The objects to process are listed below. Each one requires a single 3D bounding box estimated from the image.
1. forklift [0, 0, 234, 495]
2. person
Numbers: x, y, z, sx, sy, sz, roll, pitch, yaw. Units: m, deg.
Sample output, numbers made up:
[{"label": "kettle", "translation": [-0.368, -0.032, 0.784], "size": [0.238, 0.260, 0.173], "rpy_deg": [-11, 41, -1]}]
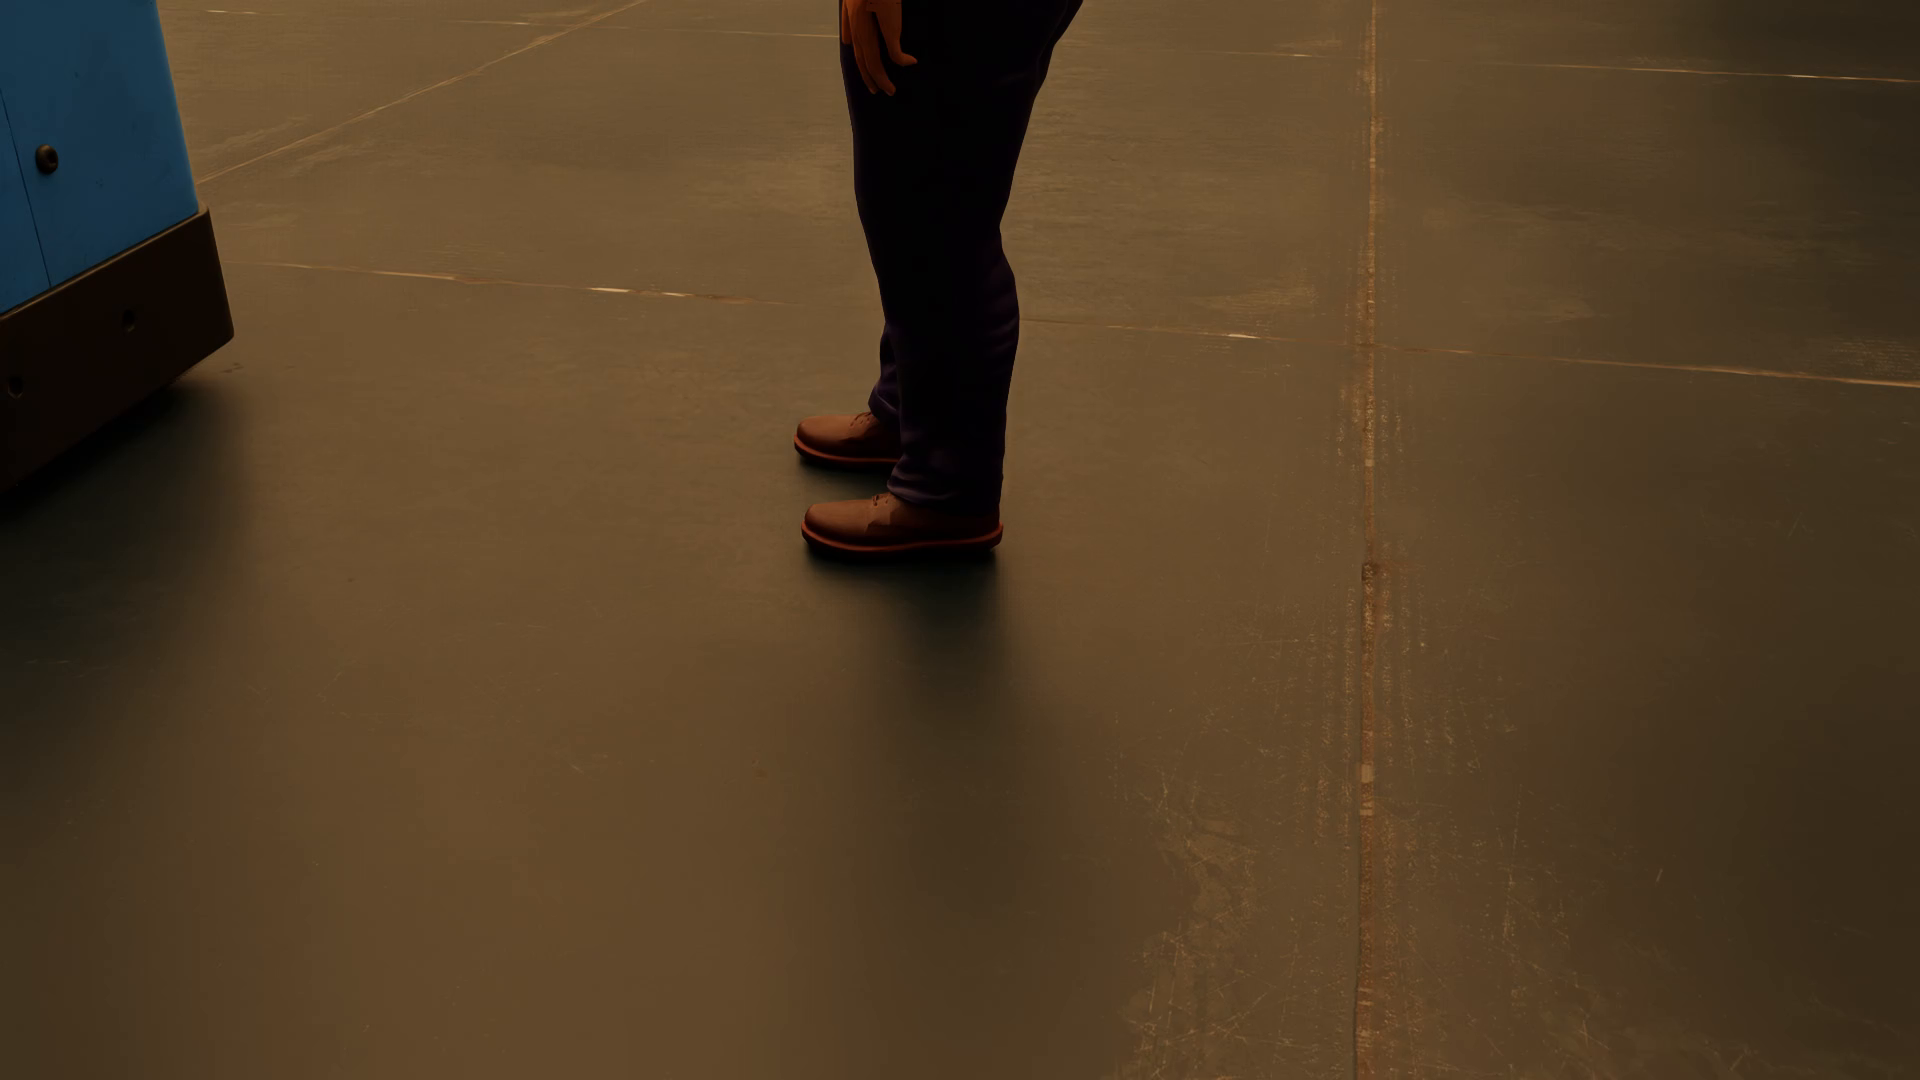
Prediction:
[{"label": "forklift", "translation": [-2.901, -1.501, 2.221], "size": [3.031, 2.935, 1.130], "rpy_deg": [3, 27, 6]}, {"label": "person", "translation": [-0.082, -0.761, 2.163], "size": [0.503, 1.650, 0.599], "rpy_deg": [6, 27, 11]}]
